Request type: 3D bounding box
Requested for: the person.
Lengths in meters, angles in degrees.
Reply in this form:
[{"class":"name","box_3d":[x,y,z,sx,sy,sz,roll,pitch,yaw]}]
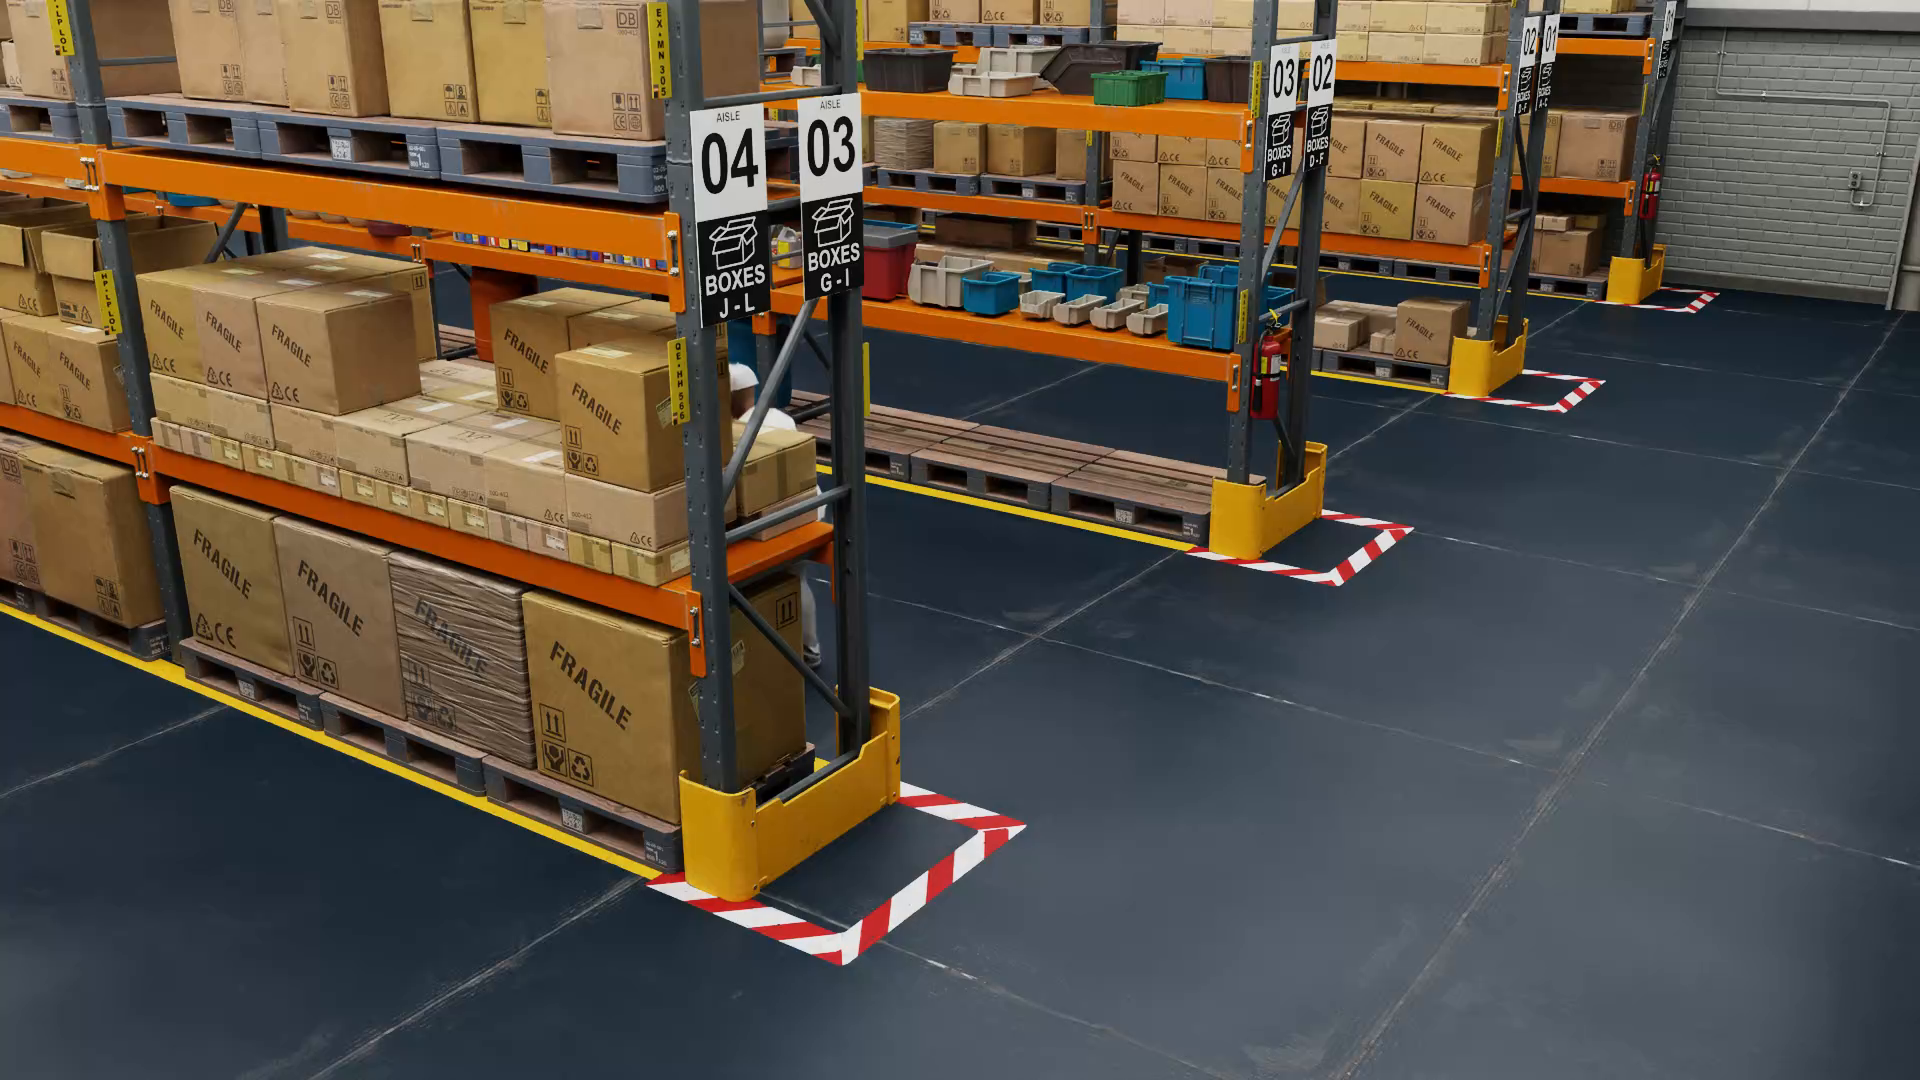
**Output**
[{"class":"person","box_3d":[-1.050,-0.099,8.914,0.625,1.697,0.495,12,23,31]}]
